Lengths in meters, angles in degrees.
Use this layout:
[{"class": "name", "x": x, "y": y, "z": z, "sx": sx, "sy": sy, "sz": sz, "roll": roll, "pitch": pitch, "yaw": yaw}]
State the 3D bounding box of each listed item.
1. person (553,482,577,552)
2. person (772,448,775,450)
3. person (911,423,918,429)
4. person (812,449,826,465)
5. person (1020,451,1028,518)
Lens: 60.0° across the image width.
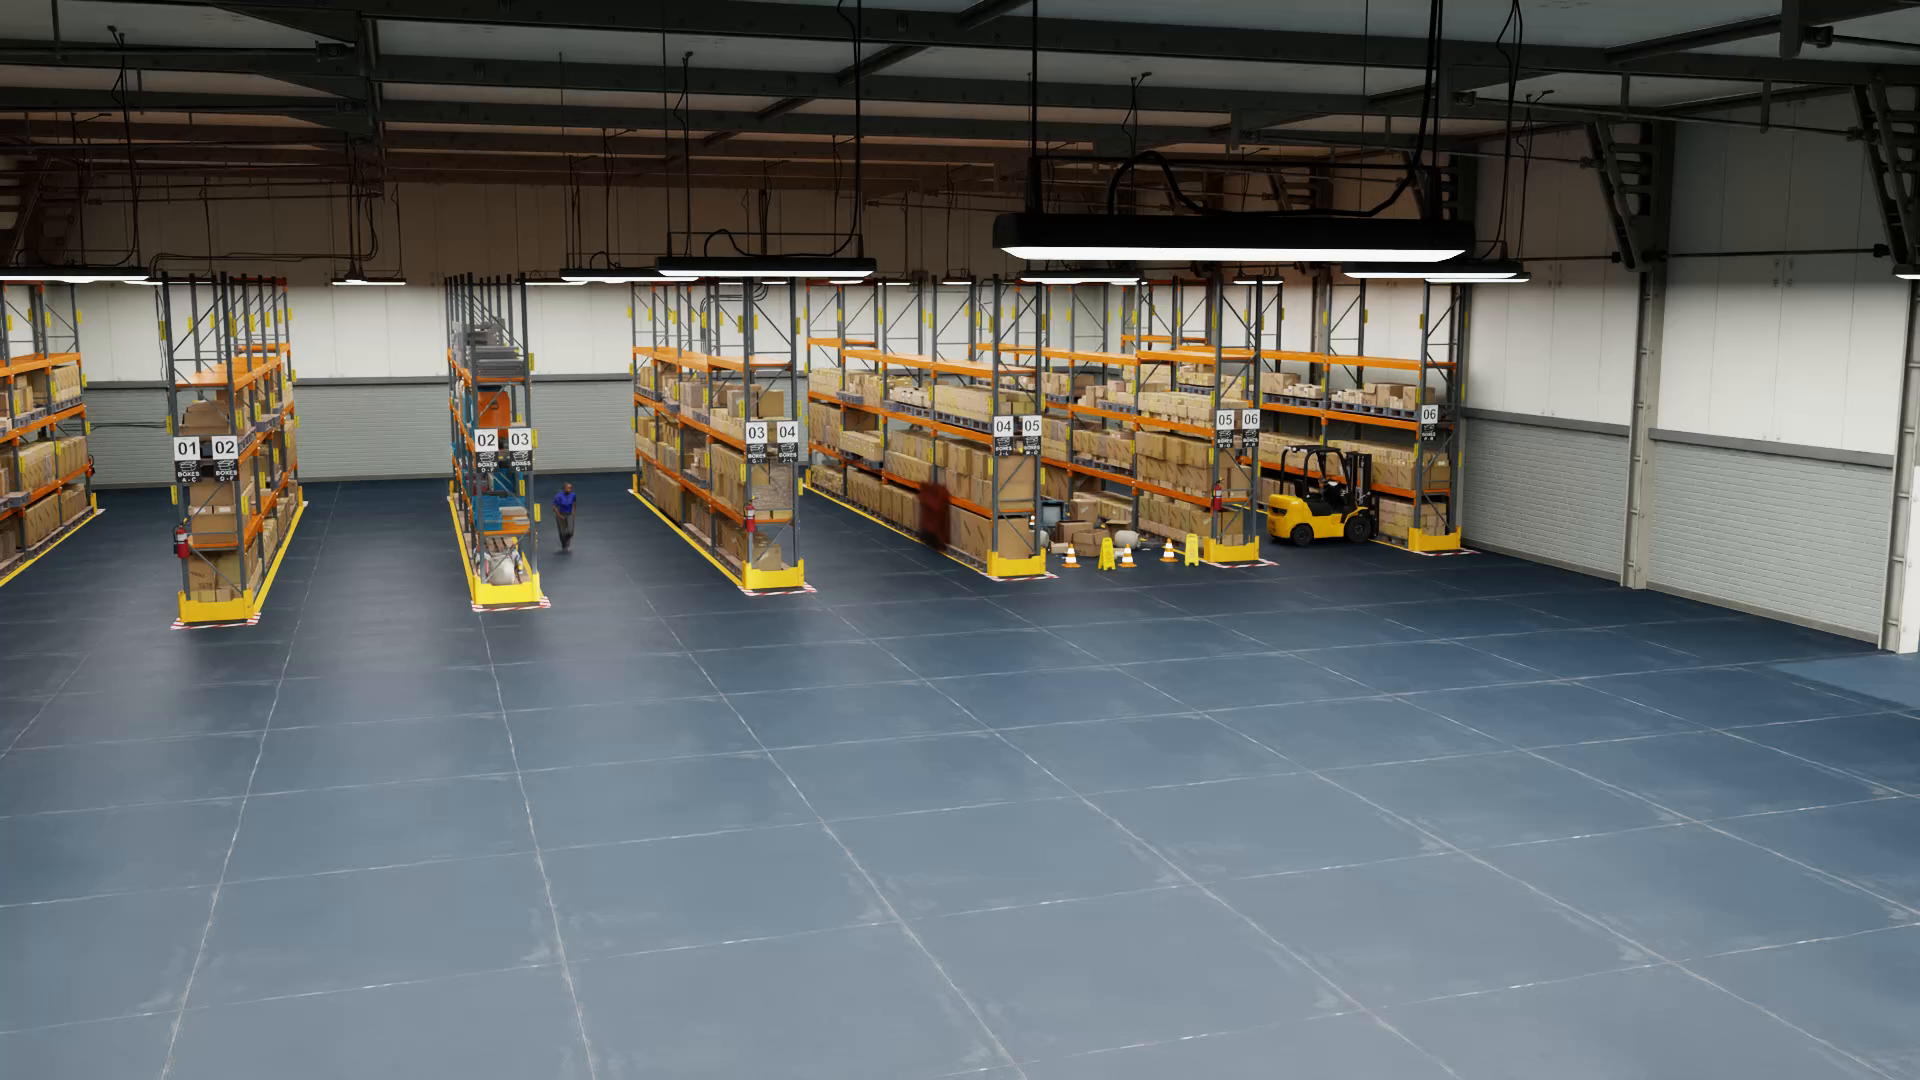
[{"class": "person", "x": -8.623, "y": -0.506, "z": 36.314, "sx": 0.543, "sy": 1.561, "sz": 0.600, "roll": -3, "pitch": 9, "yaw": -19}, {"class": "person", "x": -5.239, "y": -1.955, "z": 45.061, "sx": 0.613, "sy": 1.714, "sz": 1.054, "roll": -4, "pitch": 9, "yaw": -23}, {"class": "person", "x": -1.360, "y": -2.618, "z": 49.579, "sx": 0.673, "sy": 1.788, "sz": 0.581, "roll": -2, "pitch": 9, "yaw": -13}, {"class": "person", "x": -4.213, "y": -2.681, "z": 50.245, "sx": 0.497, "sy": 1.637, "sz": 0.725, "roll": 7, "pitch": 11, "yaw": 39}, {"class": "person", "x": 1.493, "y": -1.260, "z": 40.183, "sx": 0.407, "sy": 1.803, "sz": 0.627, "roll": 8, "pitch": 12, "yaw": 43}]
